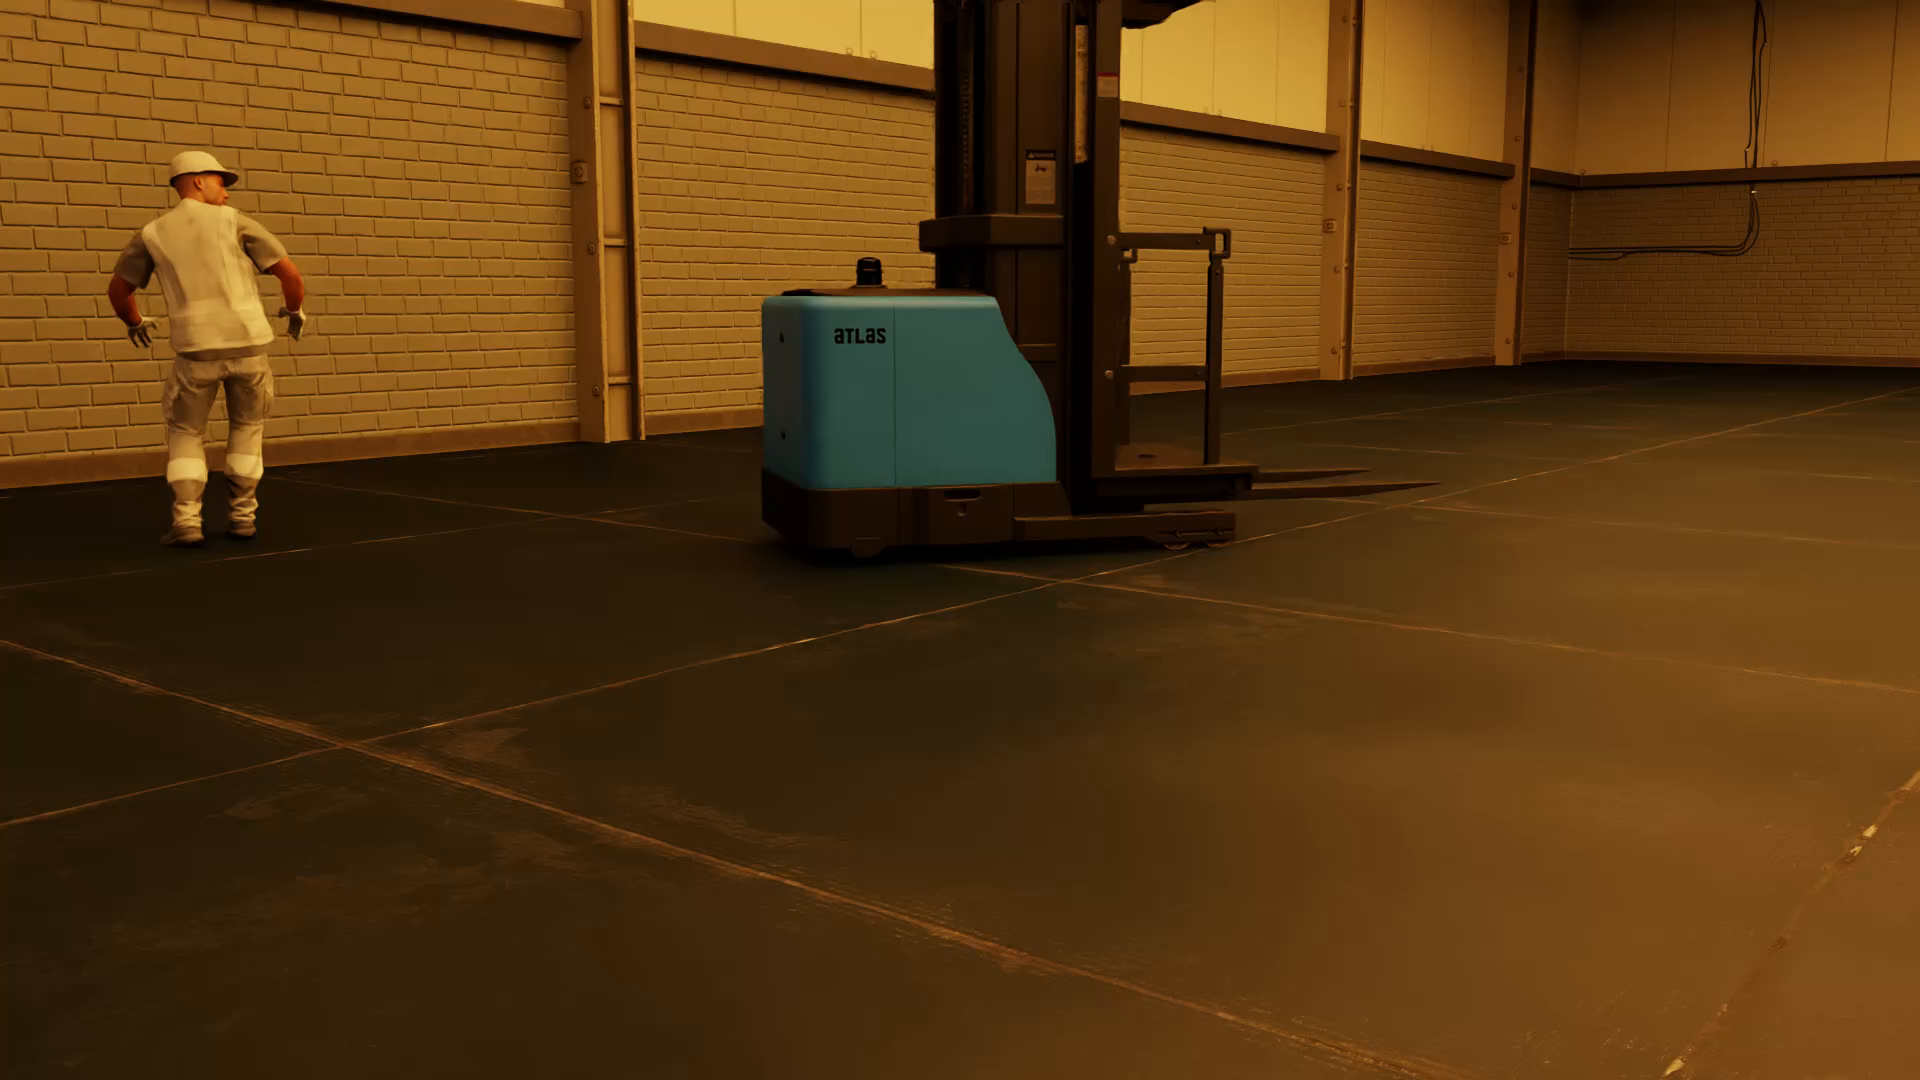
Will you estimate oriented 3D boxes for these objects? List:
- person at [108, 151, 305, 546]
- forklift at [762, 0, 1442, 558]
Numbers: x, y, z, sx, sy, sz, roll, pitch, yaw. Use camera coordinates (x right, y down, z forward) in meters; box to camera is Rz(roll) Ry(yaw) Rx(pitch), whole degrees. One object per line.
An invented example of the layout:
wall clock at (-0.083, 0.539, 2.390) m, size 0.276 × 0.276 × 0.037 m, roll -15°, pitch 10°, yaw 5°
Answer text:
person at (-3.306, -0.838, 7.350) m, size 0.784 × 1.722 × 0.675 m, roll -3°, pitch 9°, yaw -22°
forklift at (0.681, -1.475, 7.363) m, size 3.031 × 2.935 × 1.130 m, roll -3°, pitch 9°, yaw -17°
